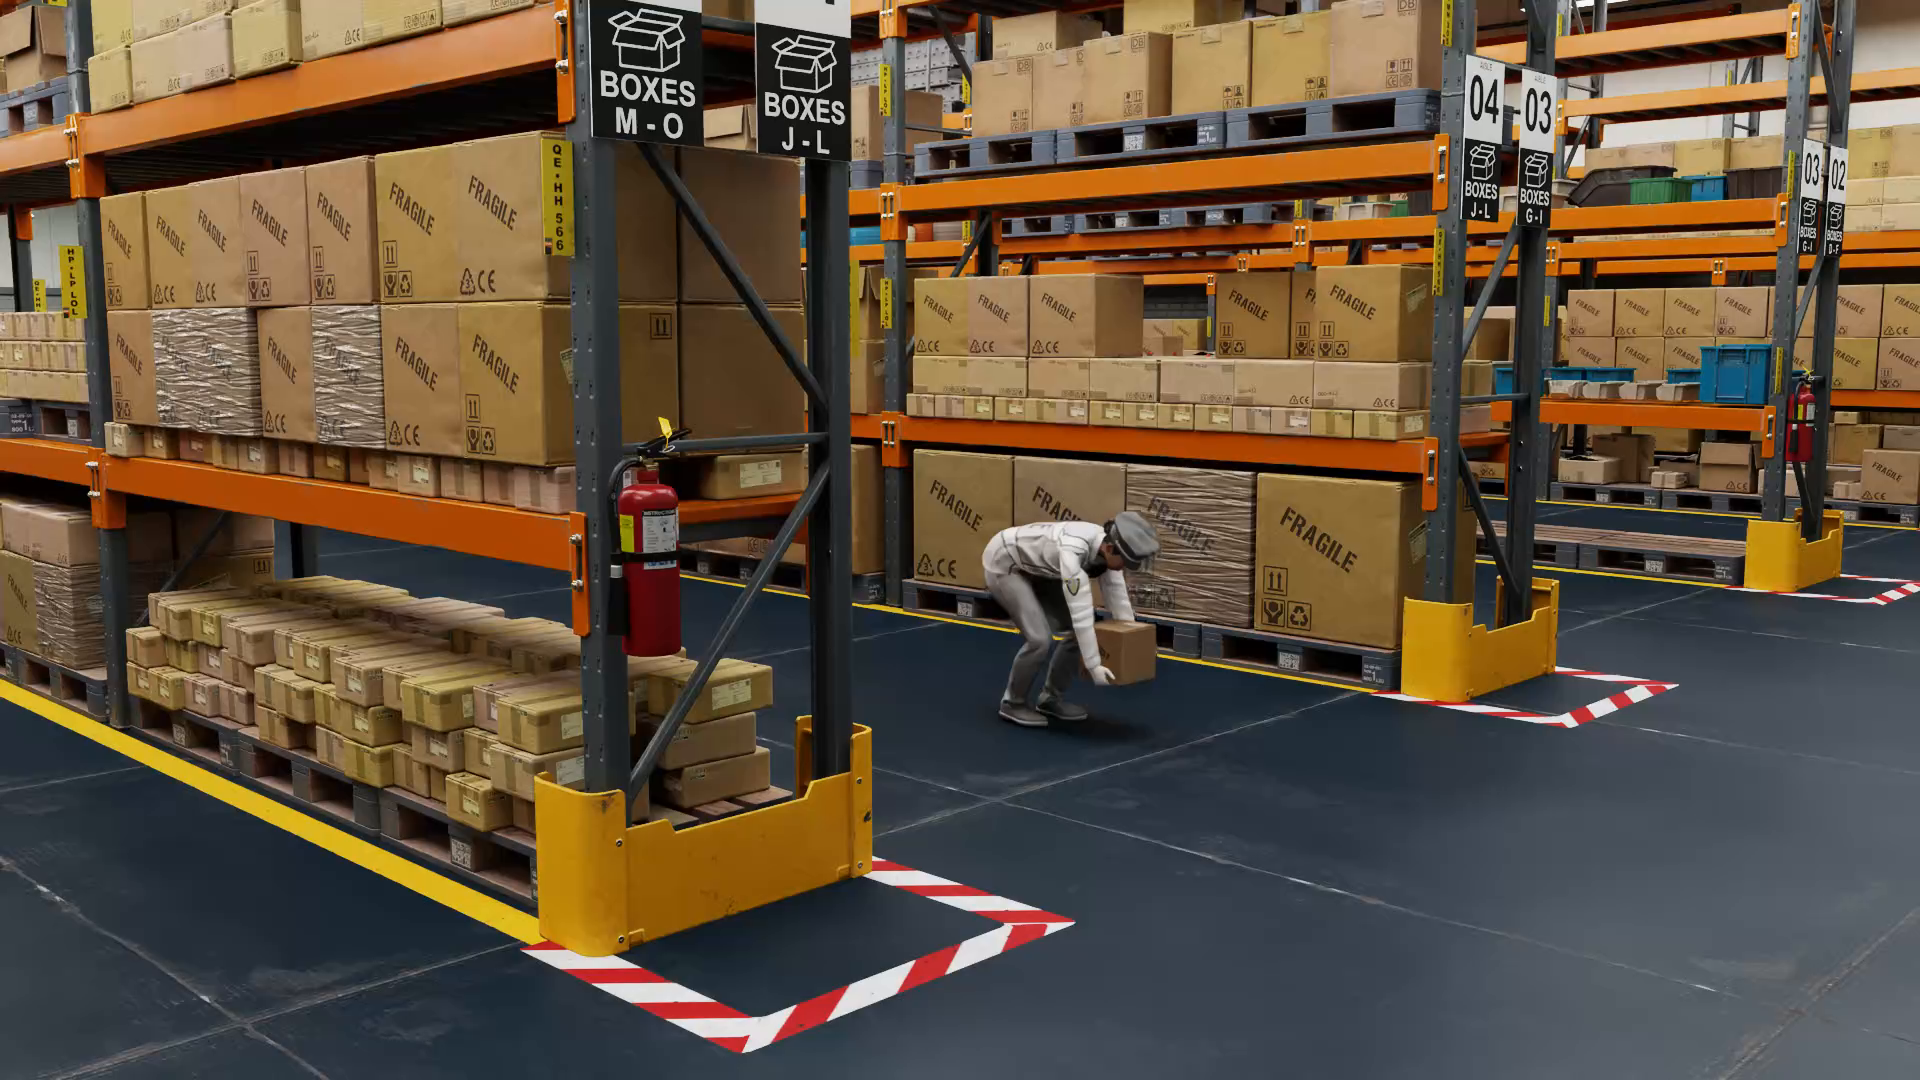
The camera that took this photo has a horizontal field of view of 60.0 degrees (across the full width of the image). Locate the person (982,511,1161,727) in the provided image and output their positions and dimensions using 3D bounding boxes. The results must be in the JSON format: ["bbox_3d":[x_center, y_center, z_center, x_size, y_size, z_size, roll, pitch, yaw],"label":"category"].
[{"bbox_3d":[0.518,0.364,7.856,0.921,1.047,0.443,6,9,41],"label":"person"}]
